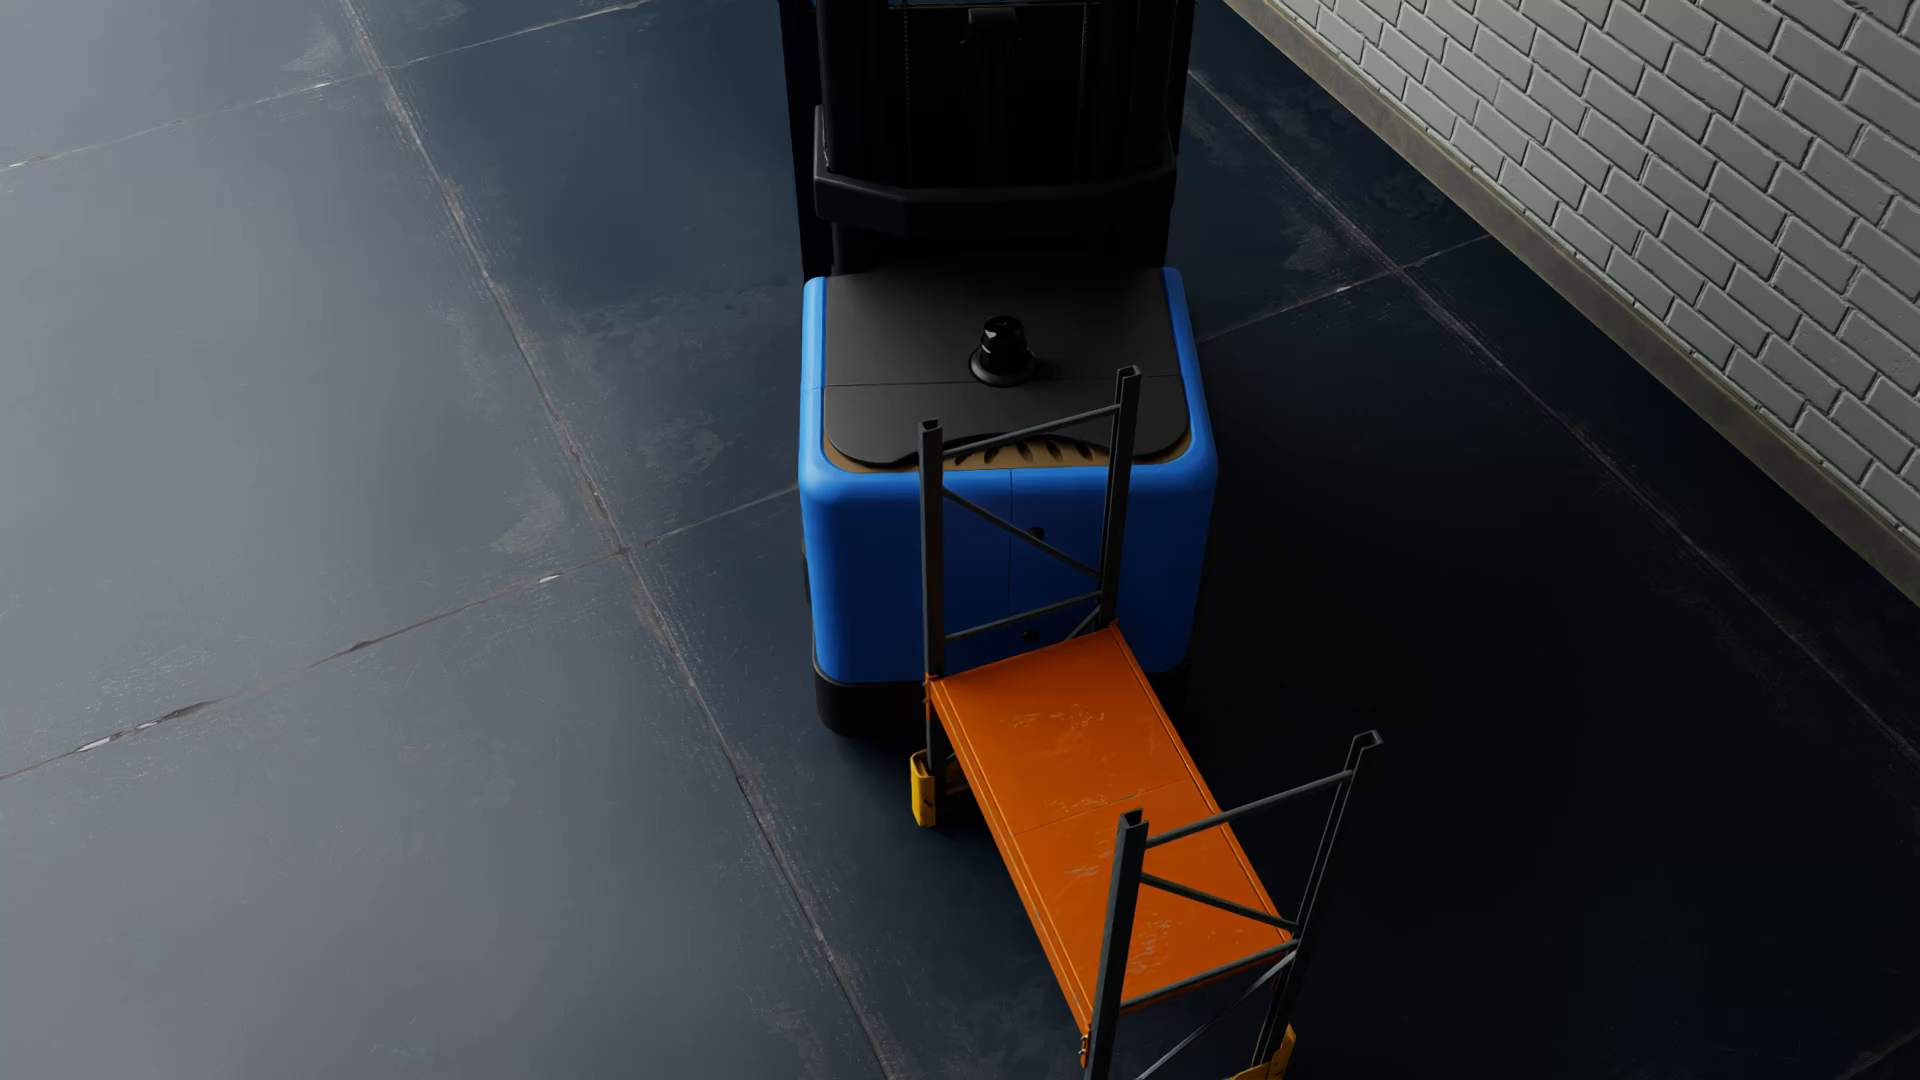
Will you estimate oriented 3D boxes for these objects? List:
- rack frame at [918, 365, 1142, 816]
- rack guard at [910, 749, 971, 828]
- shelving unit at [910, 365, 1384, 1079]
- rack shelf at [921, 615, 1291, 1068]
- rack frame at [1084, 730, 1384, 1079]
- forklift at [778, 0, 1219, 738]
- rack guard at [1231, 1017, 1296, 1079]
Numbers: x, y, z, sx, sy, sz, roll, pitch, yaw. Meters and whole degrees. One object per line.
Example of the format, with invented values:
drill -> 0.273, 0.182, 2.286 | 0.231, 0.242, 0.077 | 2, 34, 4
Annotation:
rack frame -> 0.151, 0.192, 4.085 | 0.500, 1.500, 0.032 | -16, 51, -13
rack guard -> 0.152, 0.605, 4.555 | 0.587, 0.250, 0.087 | -16, 51, -13
shelving unit -> 0.328, 0.544, 3.778 | 0.587, 1.500, 1.083 | -16, 51, -13
rack shelf -> 0.331, 0.669, 3.908 | 0.538, 0.185, 1.000 | -16, 51, -13
rack frame -> 0.512, 0.908, 3.459 | 0.500, 1.500, 0.032 | -16, 51, -13
forklift -> 0.060, -1.515, 4.628 | 1.130, 2.935, 3.031 | -2, 49, -2
rack guard -> 0.505, 1.306, 3.942 | 0.587, 0.250, 0.087 | -16, 51, -13
